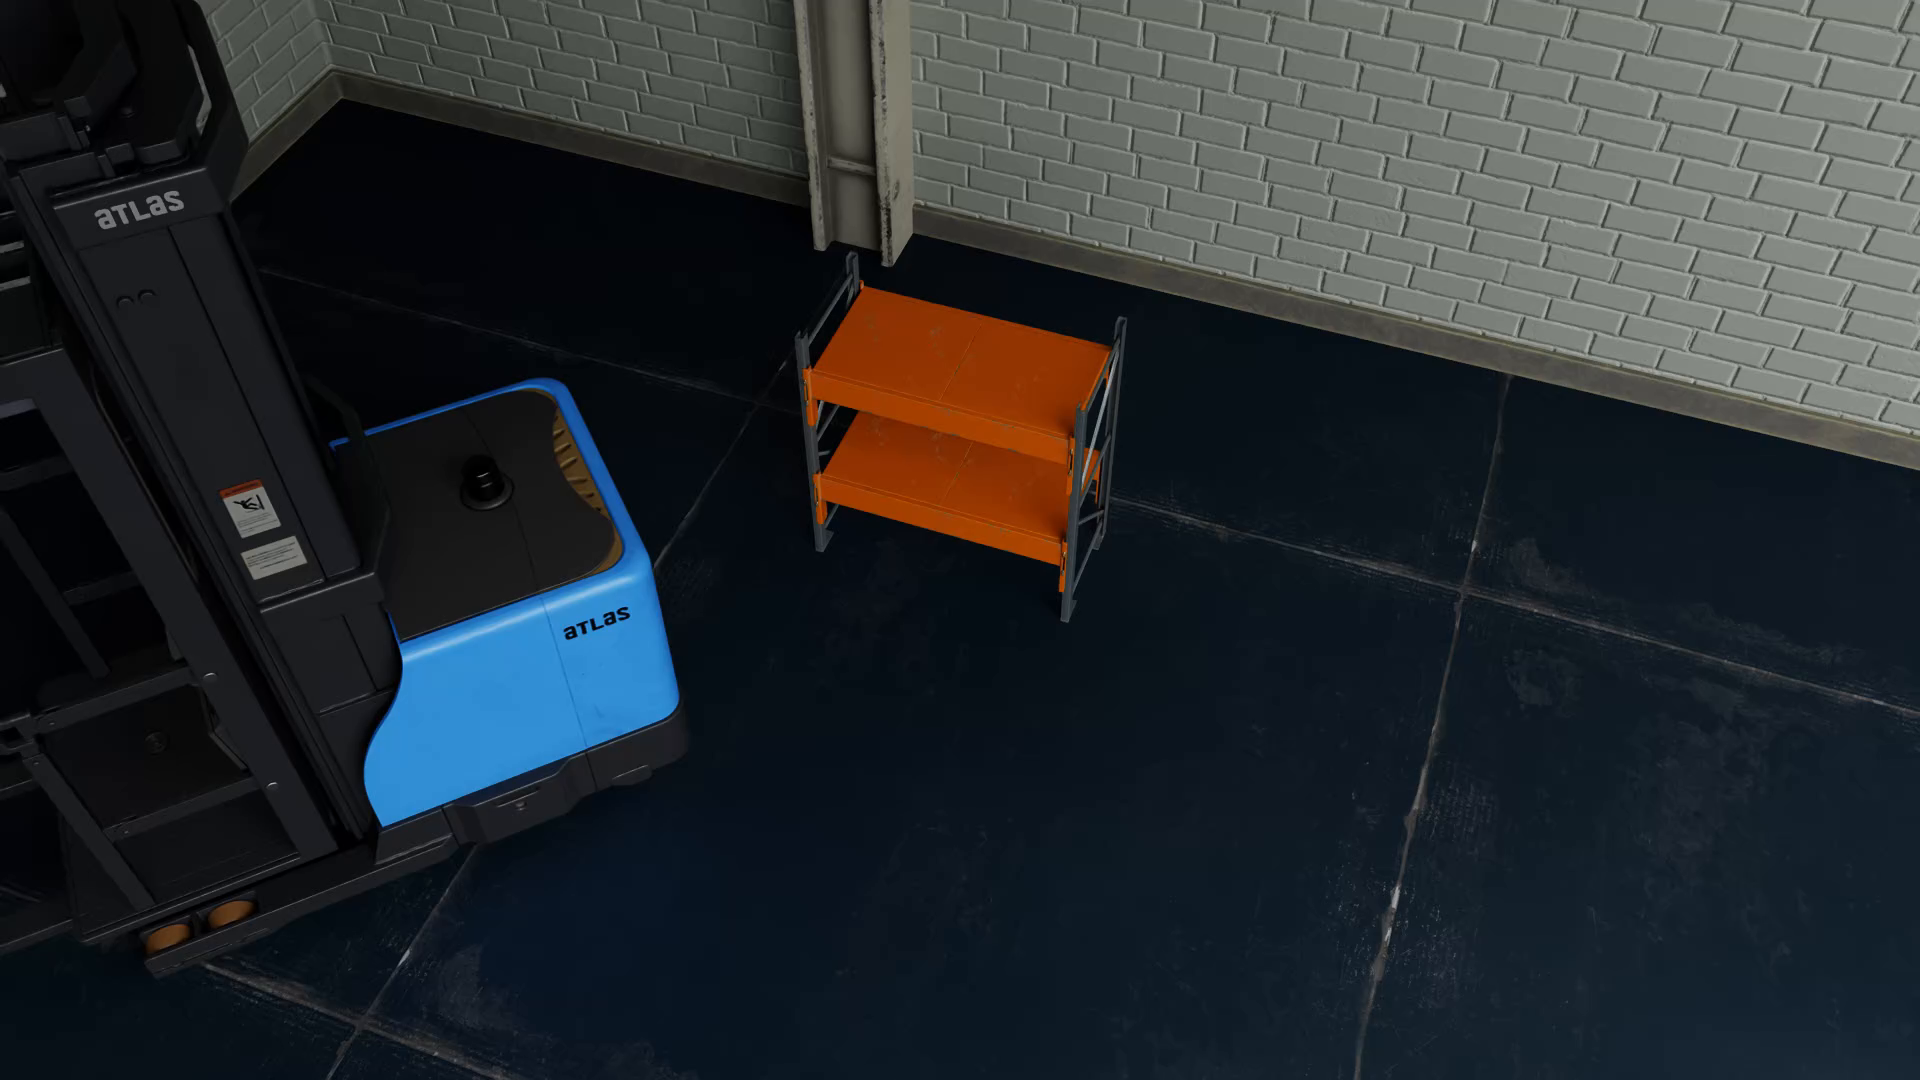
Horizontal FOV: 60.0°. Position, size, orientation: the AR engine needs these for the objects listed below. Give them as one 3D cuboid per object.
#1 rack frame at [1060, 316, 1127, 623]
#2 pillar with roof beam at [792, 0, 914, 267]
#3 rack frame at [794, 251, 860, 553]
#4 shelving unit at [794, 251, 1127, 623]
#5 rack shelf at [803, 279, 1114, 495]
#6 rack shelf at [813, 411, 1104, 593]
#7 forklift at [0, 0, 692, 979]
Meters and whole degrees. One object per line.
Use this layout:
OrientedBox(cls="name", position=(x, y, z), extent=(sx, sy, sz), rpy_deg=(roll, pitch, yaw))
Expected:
OrientedBox(cls="rack frame", position=(0.483, -0.234, 6.075), extent=(0.032, 1.125, 0.500), rpy_deg=(16, 51, 13))
OrientedBox(cls="pillar with roof beam", position=(-1.943, -1.320, 1.806), extent=(0.400, 9.000, 9.100), rpy_deg=(16, 51, 13))
OrientedBox(cls="rack frame", position=(-0.471, -0.500, 6.305), extent=(0.032, 1.125, 0.500), rpy_deg=(16, 51, 13))
OrientedBox(cls="shelving unit", position=(0.006, -0.367, 6.190), extent=(1.048, 1.125, 0.538), rpy_deg=(16, 51, 13))
OrientedBox(cls="rack shelf", position=(0.006, -0.558, 5.969), extent=(1.000, 0.278, 0.538), rpy_deg=(16, 51, 13))
OrientedBox(cls="rack shelf", position=(0.006, -0.206, 6.375), extent=(1.000, 0.278, 0.538), rpy_deg=(16, 51, 13))
OrientedBox(cls="forklift", position=(-2.507, -0.020, 4.694), extent=(3.031, 2.935, 1.130), rpy_deg=(-20, 52, -17))
